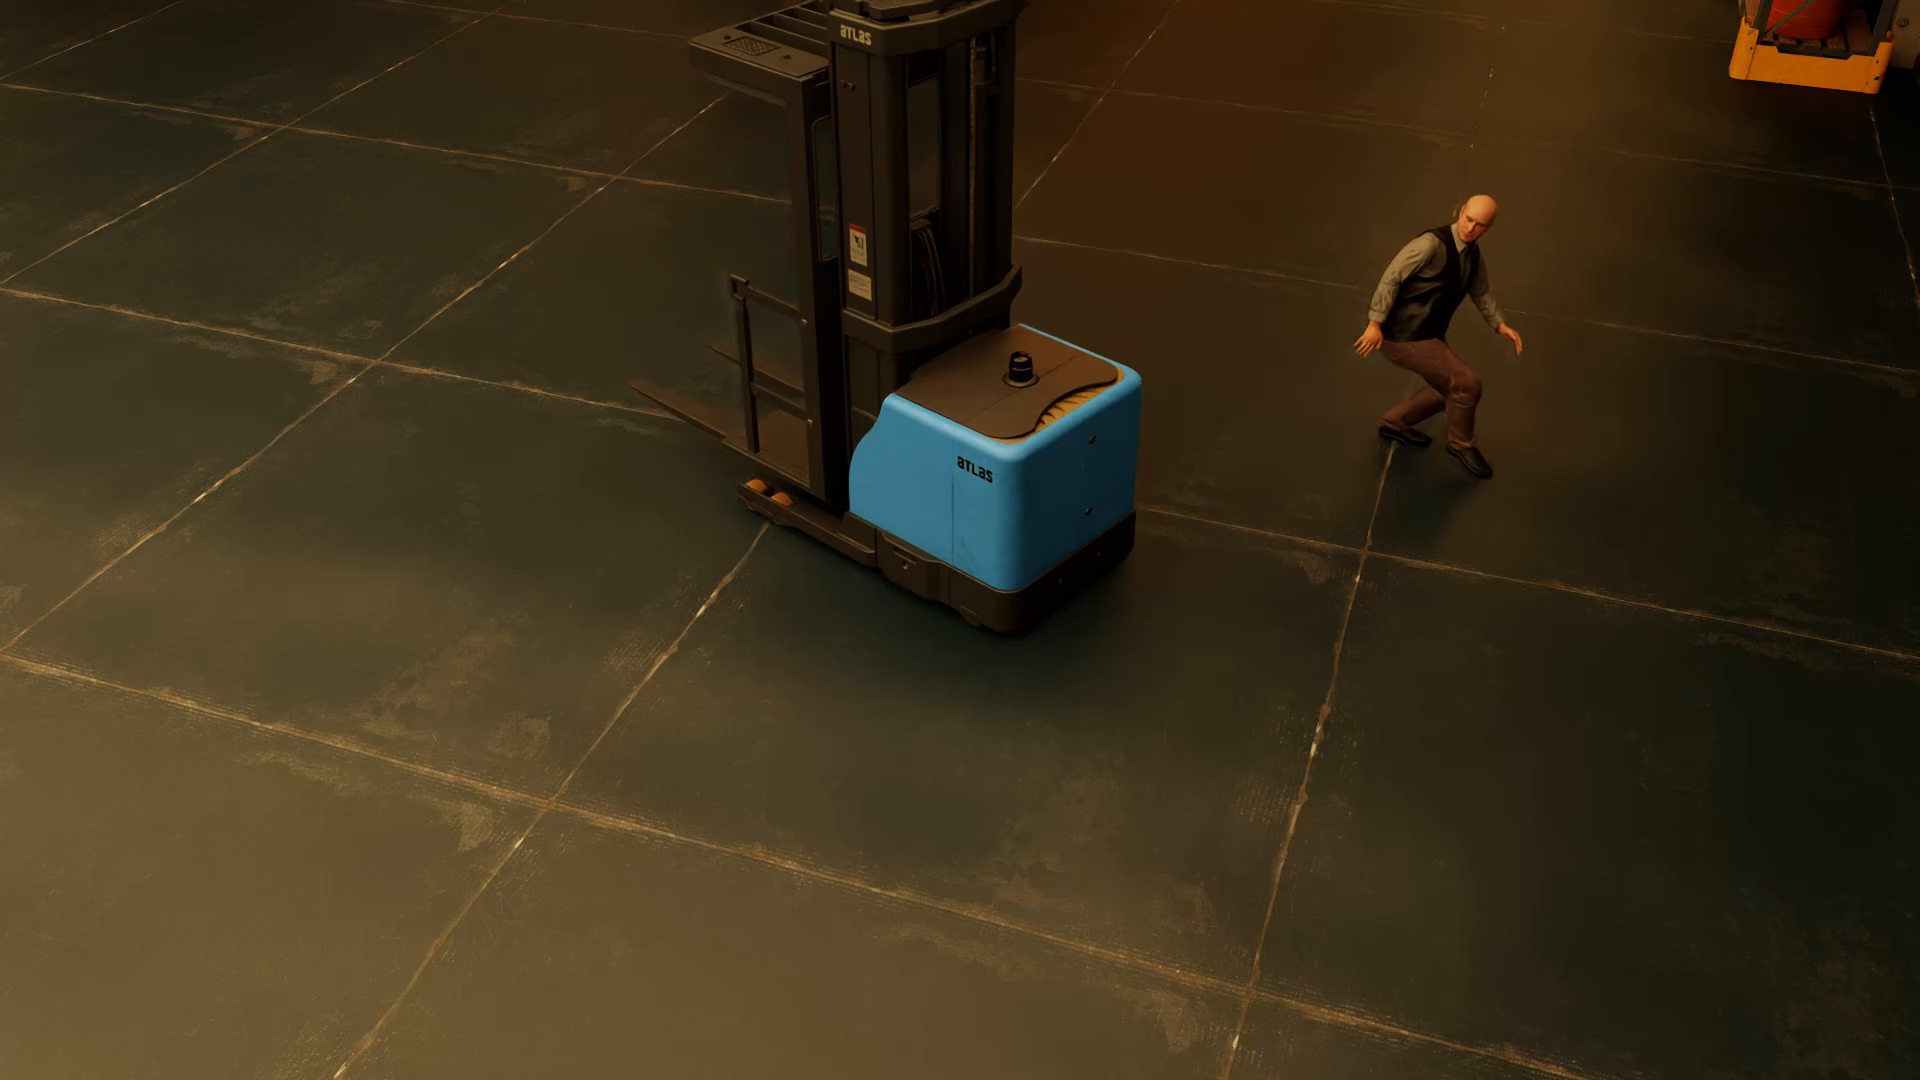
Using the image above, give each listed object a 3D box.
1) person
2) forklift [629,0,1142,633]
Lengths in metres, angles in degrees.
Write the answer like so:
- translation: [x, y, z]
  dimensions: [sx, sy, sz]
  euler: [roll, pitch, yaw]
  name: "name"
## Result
- translation: [2.583, -1.064, 8.841]
  dimensions: [0.762, 1.541, 0.746]
  euler: [21, 40, 27]
  name: "person"
- translation: [-0.549, -1.479, 8.196]
  dimensions: [3.031, 2.935, 1.130]
  euler: [27, 44, 33]
  name: "forklift"
